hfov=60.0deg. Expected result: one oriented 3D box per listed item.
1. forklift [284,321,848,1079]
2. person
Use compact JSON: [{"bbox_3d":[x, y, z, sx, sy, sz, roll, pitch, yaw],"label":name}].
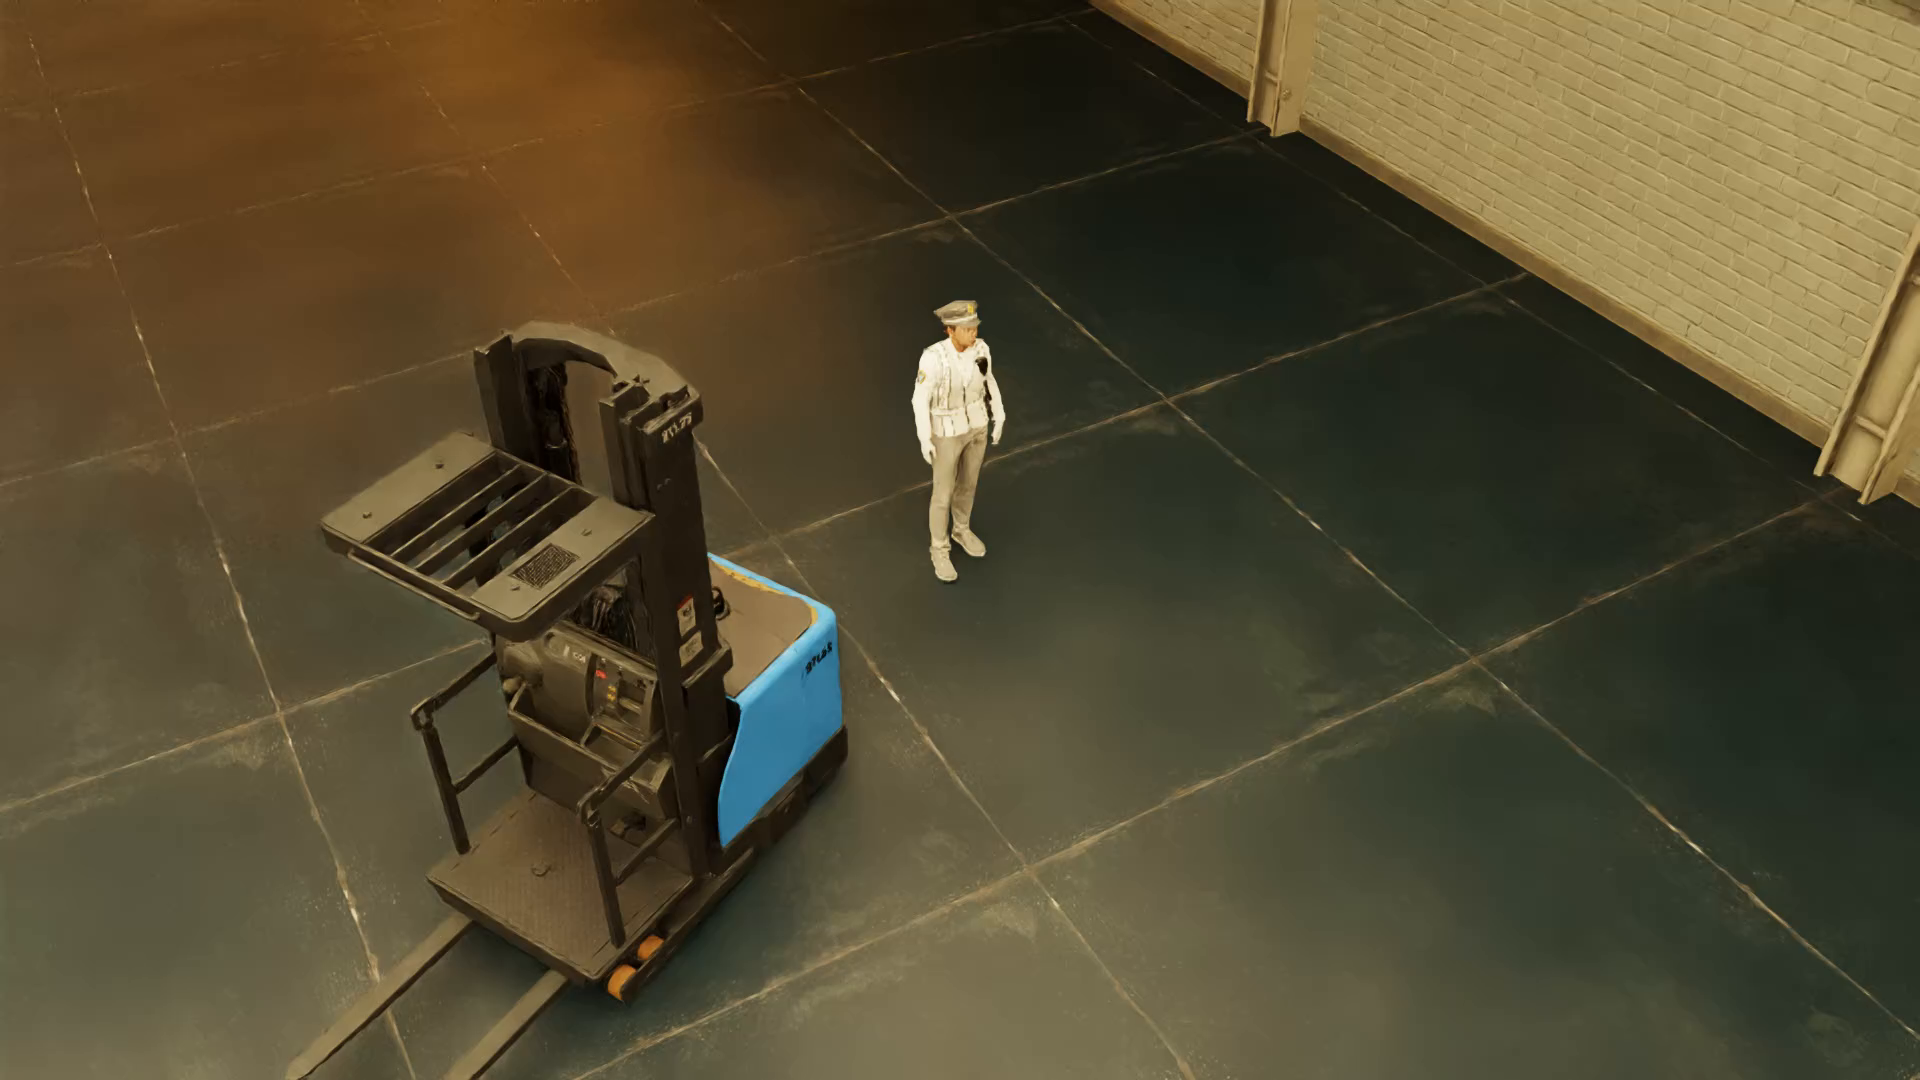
[{"bbox_3d":[-1.821,0.665,7.234,1.130,2.935,3.031,22,45,25],"label":"forklift"},{"bbox_3d":[0.028,-0.619,9.738,0.586,1.695,0.532,-20,44,-23],"label":"person"}]
